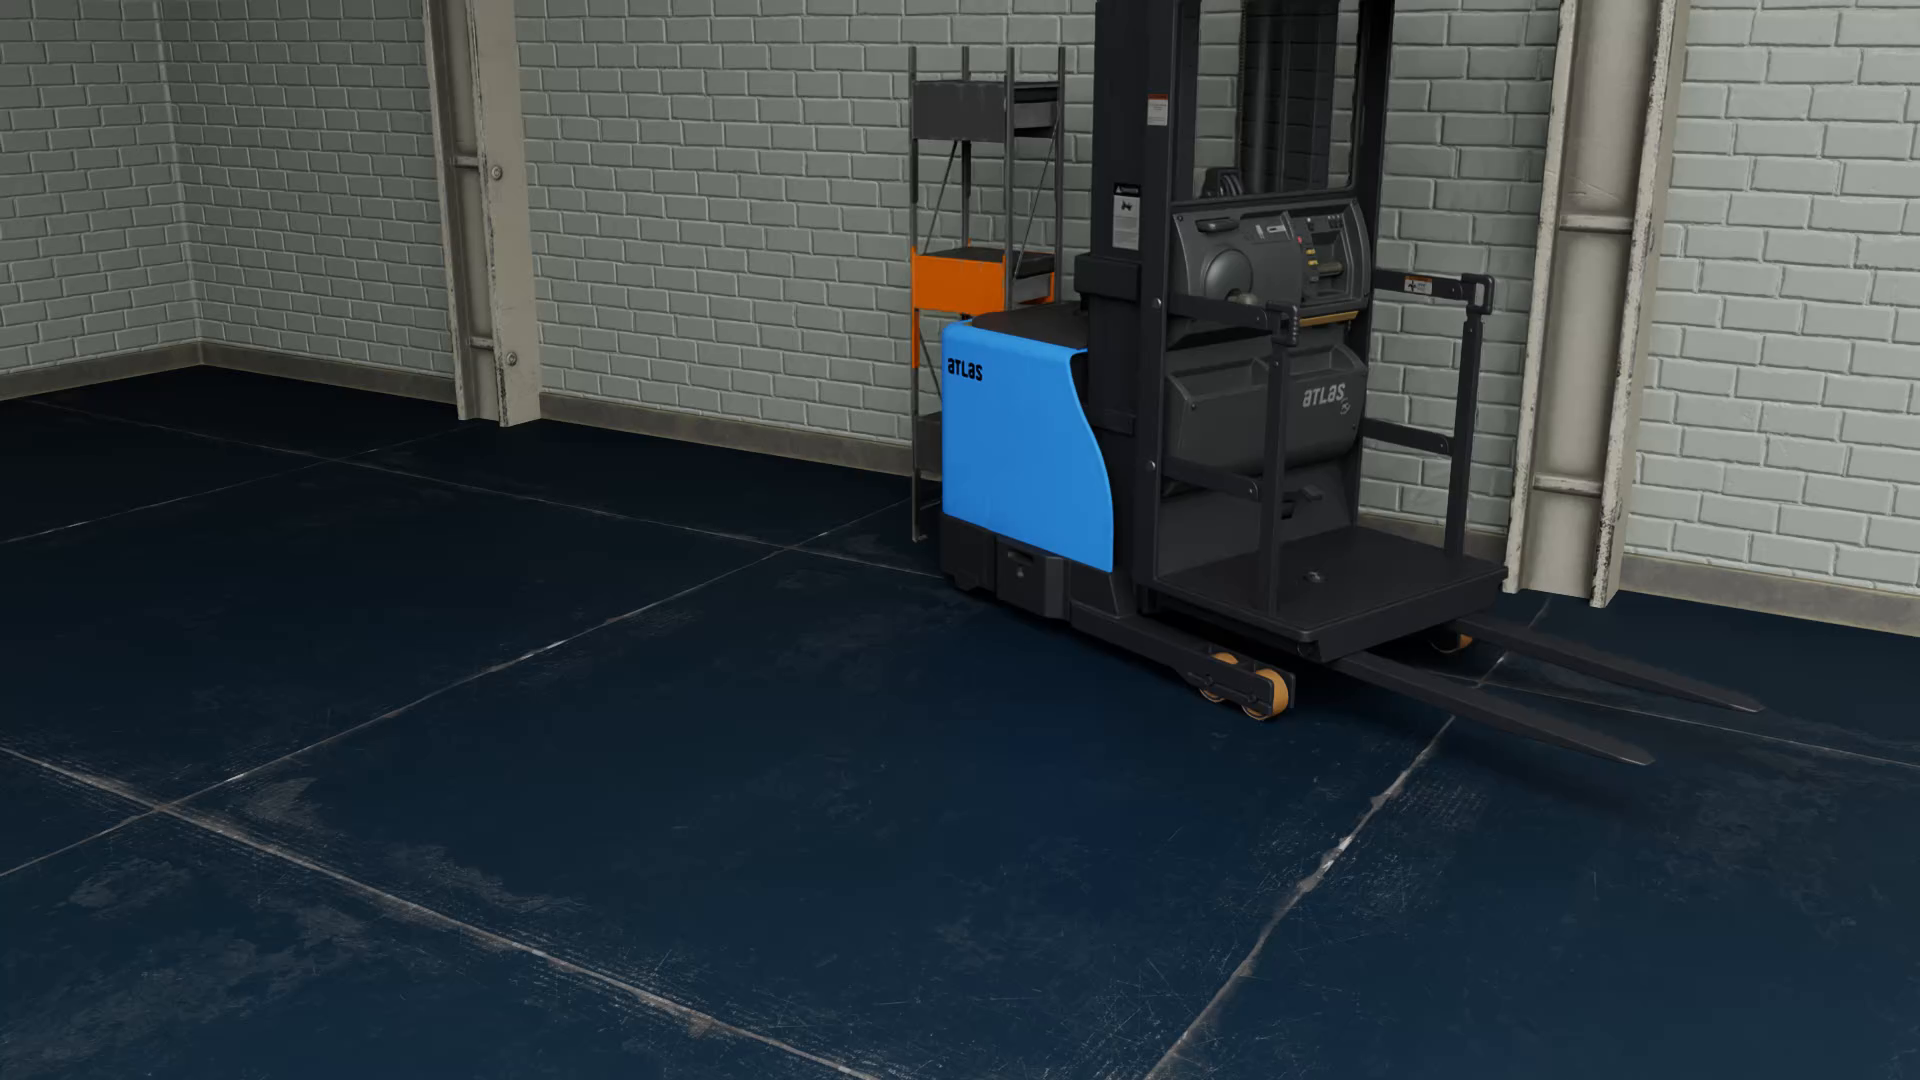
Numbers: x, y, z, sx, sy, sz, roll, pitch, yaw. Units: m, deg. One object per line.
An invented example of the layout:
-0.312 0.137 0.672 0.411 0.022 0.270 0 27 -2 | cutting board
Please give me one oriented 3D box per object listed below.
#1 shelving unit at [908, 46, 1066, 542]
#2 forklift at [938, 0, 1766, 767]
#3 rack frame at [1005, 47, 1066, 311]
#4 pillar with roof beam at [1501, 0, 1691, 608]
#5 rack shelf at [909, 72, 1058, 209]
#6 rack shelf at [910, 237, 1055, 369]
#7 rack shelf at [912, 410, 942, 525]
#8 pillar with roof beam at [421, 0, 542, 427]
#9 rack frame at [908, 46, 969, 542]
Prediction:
0.110 -1.002 7.068 0.503 2.100 0.431 12 21 35 | shelving unit
1.214 -0.975 5.549 1.130 2.935 3.031 -13 21 -36 | forklift
0.306 -0.960 6.929 0.015 2.100 0.400 12 21 35 | rack frame
0.176 -3.041 1.909 0.400 9.000 9.100 10 20 30 | pillar with roof beam
0.110 -1.659 6.869 0.480 0.518 0.431 12 21 35 | rack shelf
0.110 -0.989 7.072 0.480 0.518 0.431 12 21 35 | rack shelf
0.110 -0.319 7.276 0.480 0.518 0.431 12 21 35 | rack shelf
-4.936 -3.953 4.913 0.400 9.000 9.100 10 20 30 | pillar with roof beam
-0.086 -1.045 7.207 0.015 2.100 0.400 12 21 35 | rack frame
